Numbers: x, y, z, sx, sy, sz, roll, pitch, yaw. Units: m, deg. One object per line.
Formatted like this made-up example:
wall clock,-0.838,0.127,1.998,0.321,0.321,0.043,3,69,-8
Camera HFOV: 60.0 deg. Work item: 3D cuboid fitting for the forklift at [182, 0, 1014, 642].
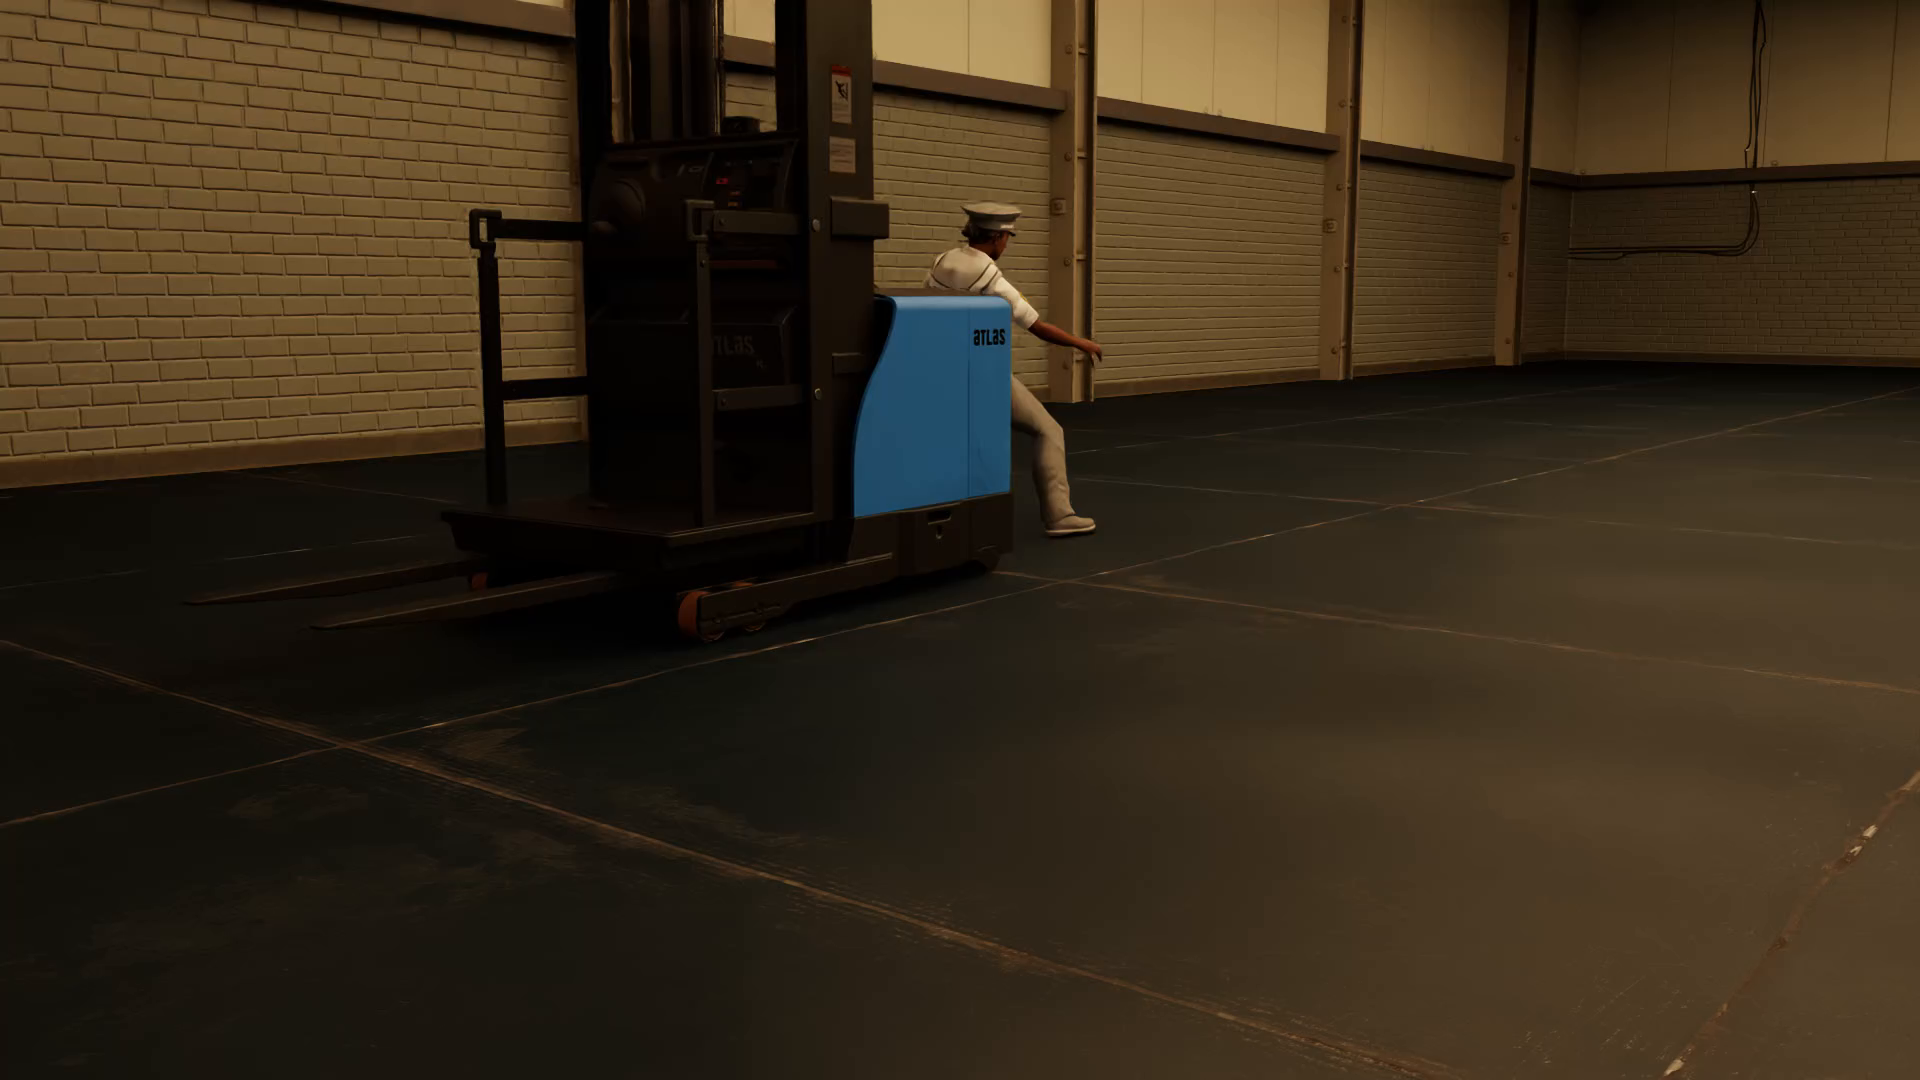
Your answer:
forklift,-1.047,-1.208,5.535,1.130,2.935,3.031,6,10,35

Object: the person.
person,0.225,-0.788,7.634,0.723,1.483,0.763,-8,11,-42
